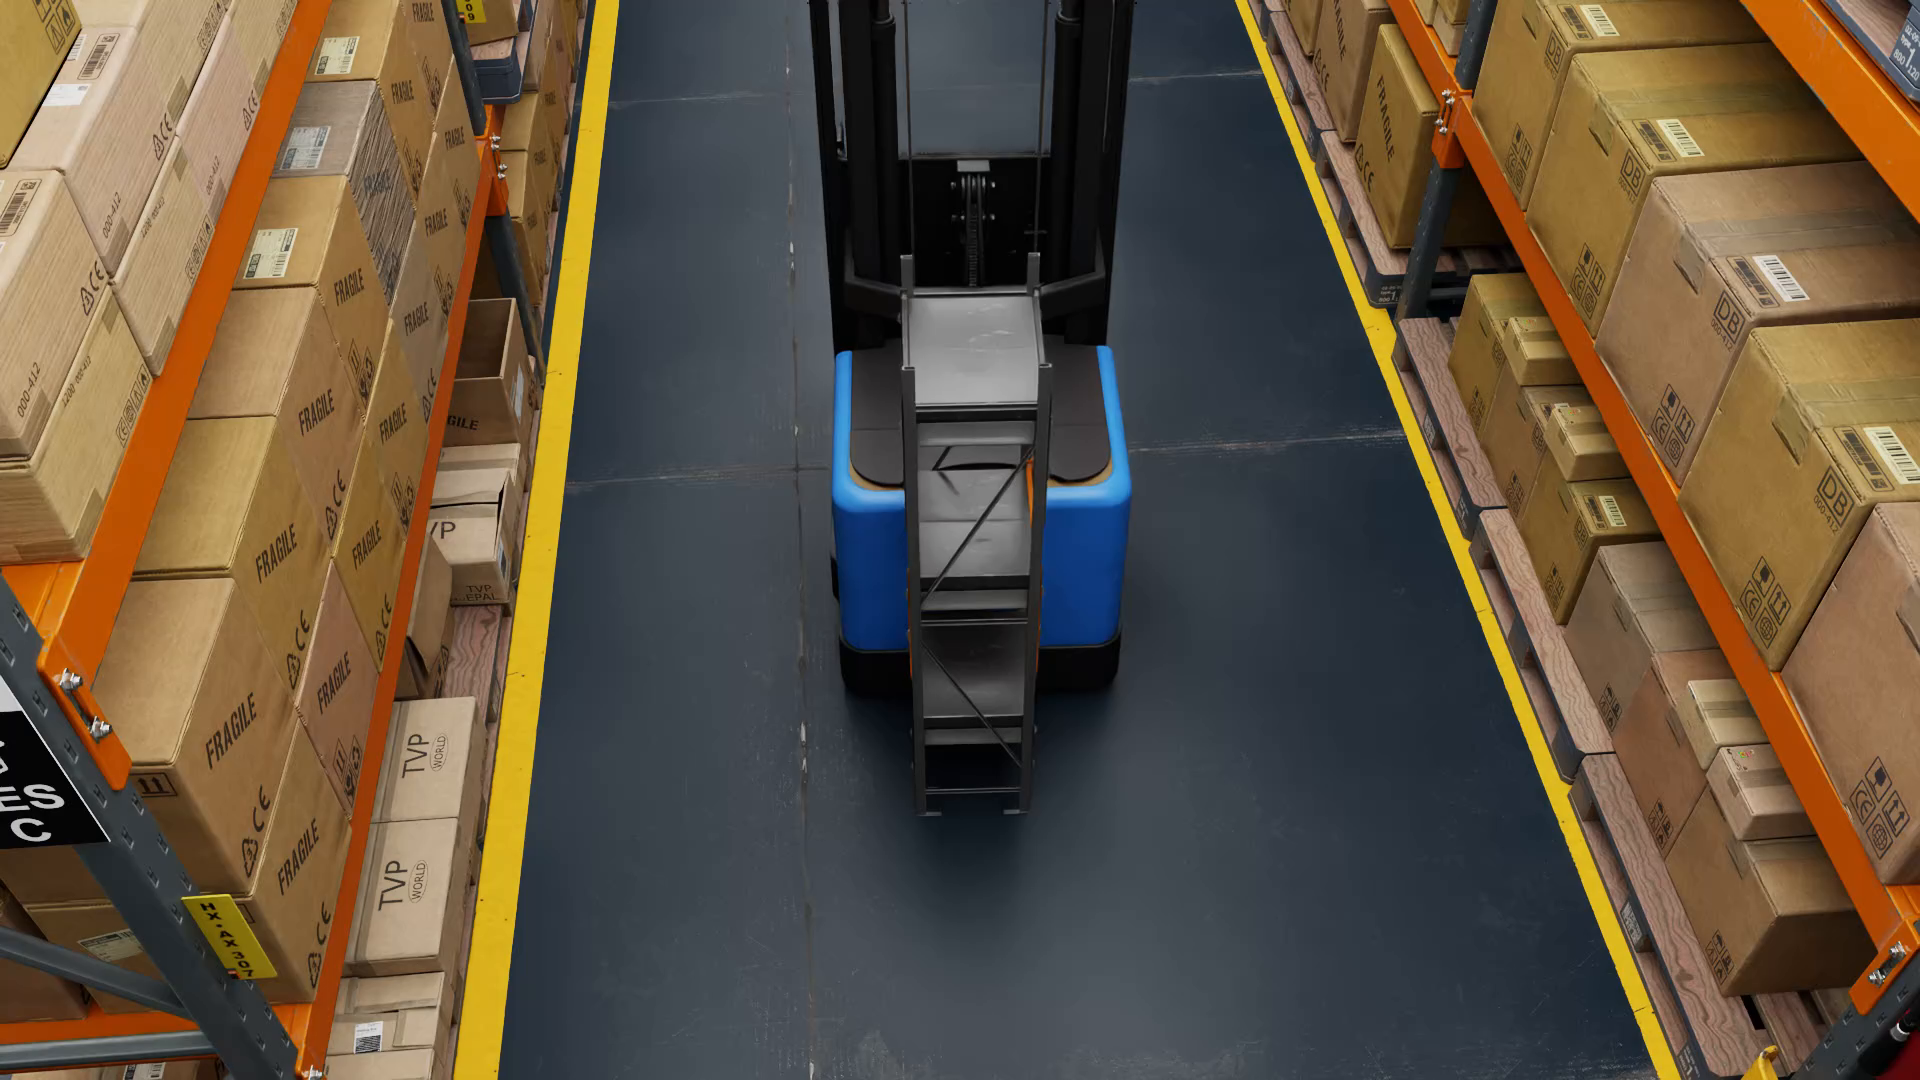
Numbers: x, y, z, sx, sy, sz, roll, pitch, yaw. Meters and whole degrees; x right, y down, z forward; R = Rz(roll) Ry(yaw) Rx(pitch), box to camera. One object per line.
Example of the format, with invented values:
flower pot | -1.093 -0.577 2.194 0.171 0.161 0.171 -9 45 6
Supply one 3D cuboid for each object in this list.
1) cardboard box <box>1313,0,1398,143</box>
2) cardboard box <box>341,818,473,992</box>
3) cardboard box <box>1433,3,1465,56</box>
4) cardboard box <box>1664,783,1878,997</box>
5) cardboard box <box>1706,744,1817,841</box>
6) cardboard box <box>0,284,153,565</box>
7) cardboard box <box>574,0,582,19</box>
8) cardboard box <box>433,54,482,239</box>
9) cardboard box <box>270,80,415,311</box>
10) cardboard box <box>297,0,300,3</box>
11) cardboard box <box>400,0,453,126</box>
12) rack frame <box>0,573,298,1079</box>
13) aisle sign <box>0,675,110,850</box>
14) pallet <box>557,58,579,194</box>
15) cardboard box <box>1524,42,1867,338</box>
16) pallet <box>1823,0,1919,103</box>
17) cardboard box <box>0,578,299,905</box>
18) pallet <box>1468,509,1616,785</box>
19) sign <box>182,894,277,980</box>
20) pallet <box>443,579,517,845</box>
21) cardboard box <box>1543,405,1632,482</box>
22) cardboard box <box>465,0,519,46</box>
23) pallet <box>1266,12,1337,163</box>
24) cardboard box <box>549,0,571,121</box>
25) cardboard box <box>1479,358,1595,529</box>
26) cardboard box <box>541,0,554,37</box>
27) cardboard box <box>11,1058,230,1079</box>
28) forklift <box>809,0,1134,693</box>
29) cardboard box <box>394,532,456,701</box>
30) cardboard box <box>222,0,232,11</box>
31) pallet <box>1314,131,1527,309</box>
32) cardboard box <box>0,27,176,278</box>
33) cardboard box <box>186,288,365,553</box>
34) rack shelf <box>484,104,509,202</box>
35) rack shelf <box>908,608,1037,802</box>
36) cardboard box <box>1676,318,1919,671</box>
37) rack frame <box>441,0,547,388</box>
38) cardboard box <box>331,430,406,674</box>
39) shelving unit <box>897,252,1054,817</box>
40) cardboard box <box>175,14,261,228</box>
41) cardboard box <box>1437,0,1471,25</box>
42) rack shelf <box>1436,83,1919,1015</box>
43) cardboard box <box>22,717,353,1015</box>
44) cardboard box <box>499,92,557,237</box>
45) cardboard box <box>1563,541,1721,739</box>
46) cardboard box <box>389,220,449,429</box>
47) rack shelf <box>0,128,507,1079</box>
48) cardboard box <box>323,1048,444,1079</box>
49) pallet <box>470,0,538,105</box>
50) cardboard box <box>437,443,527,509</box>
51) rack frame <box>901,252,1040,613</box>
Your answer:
cardboard box | 2.287 -2.552 8.429 0.750 0.750 0.750 -2 47 -2
cardboard box | -1.858 1.178 5.296 0.500 0.250 0.500 -3 47 -3
cardboard box | 2.238 -2.190 7.054 0.380 0.149 0.250 -3 47 -3
cardboard box | 2.725 1.067 5.242 0.700 0.500 0.500 -3 47 -3
cardboard box | 2.532 0.762 5.084 0.380 0.149 0.250 -4 47 -4
cardboard box | -1.843 -0.211 3.058 0.500 0.250 0.500 -3 47 -3
cardboard box | -2.410 -3.261 9.328 0.500 0.500 0.500 -2 47 -2
cardboard box | -2.090 -1.426 6.103 0.500 0.500 0.500 -3 47 -3
cardboard box | -2.000 -1.031 5.039 0.500 0.500 0.500 -3 47 -3
cardboard box | -2.000 -1.659 4.429 0.500 0.250 0.500 -3 47 -3
cardboard box | -2.087 -1.766 5.736 0.500 0.500 0.500 -3 47 -3
rack frame | -2.053 1.156 3.726 1.000 3.000 0.127 -3 47 -3
aisle sign | -1.755 0.294 2.752 0.394 0.787 0.004 -3 47 -3
pallet | -2.599 -2.250 8.872 1.003 0.211 1.213 -3 47 -3
cardboard box | 2.633 -1.223 5.772 0.980 0.700 0.700 -5 47 -4
pallet | 2.705 -1.570 4.302 1.003 0.211 1.213 -3 47 -3
cardboard box | -1.827 0.441 3.646 0.500 0.500 0.500 -2 47 -2
pallet | 2.639 0.357 6.403 1.003 0.211 1.213 -3 47 -3
sign | -1.512 0.825 3.443 0.100 0.325 0.005 -3 47 -3
pallet | -2.226 0.603 6.171 1.003 0.211 1.213 -3 47 -3
cardboard box | 2.399 -0.366 6.153 0.380 0.149 0.250 -5 47 -4
cardboard box | -2.205 -2.273 6.615 0.700 0.500 0.500 -18 49 -16
pallet | 2.303 -2.521 9.129 1.003 0.211 1.213 -3 47 -3
cardboard box | -2.317 -2.508 8.614 0.500 0.500 0.500 -5 47 -5
cardboard box | 2.547 -0.416 6.647 0.700 0.500 0.500 -4 47 -4
cardboard box | -2.312 -2.739 8.317 0.500 0.250 0.500 -4 47 -4
cardboard box | -2.344 1.486 4.832 0.500 0.500 0.500 -3 47 -3
forklift | 0.030 -1.491 6.280 1.130 2.935 3.031 -1 47 -1
cardboard box | -2.225 0.328 5.926 0.797 0.503 0.637 -3 47 -3
cardboard box | -1.957 -1.469 3.905 0.500 0.250 0.500 -3 47 -3
pallet | 2.409 -1.637 8.291 1.003 0.211 1.213 -3 47 -3
cardboard box | -1.871 -0.746 3.220 0.500 0.250 0.500 -3 47 -3
cardboard box | -1.916 -0.299 4.347 0.500 0.500 0.500 -3 47 -3
rack shelf | -2.555 -2.938 8.098 1.077 0.370 4.000 -3 47 -3
rack shelf | 0.038 0.574 5.880 0.431 0.518 0.480 -1 47 -1
cardboard box | 2.758 -0.145 4.751 0.980 0.700 0.700 -4 47 -4
rack frame | -2.388 -1.738 6.467 1.000 3.000 0.127 -3 47 -3
cardboard box | -1.915 0.048 4.706 0.500 0.500 0.500 -4 47 -3
shelving unit | 0.038 0.083 5.362 0.431 2.100 0.503 -1 47 -1
cardboard box | -1.915 -0.935 3.744 0.500 0.250 0.500 -3 47 -3
cardboard box | 2.258 -2.504 6.905 0.500 0.500 0.500 -4 47 -4
rack shelf | 2.716 -0.347 5.645 1.077 0.370 4.000 -3 47 -3
cardboard box | -1.827 0.785 4.009 0.500 0.500 0.500 -3 47 -2
cardboard box | -2.241 -1.780 7.925 0.500 0.500 0.500 -3 47 -3
cardboard box | 2.640 0.341 5.930 0.700 0.500 0.500 -5 47 -5
cardboard box | -2.000 -0.682 5.398 0.500 0.500 0.500 -3 47 -2
rack shelf | -2.220 -0.044 5.357 1.077 0.370 4.000 -3 47 -3
cardboard box | -1.746 1.661 4.908 0.380 0.149 0.250 -3 47 -3
pallet | -2.346 -2.257 7.090 1.003 0.211 1.213 -3 47 -3
cardboard box | -1.966 -0.246 6.714 0.380 0.149 0.250 -3 47 -3
rack frame | 0.030 -0.094 5.529 0.400 2.100 0.015 -1 47 -1
